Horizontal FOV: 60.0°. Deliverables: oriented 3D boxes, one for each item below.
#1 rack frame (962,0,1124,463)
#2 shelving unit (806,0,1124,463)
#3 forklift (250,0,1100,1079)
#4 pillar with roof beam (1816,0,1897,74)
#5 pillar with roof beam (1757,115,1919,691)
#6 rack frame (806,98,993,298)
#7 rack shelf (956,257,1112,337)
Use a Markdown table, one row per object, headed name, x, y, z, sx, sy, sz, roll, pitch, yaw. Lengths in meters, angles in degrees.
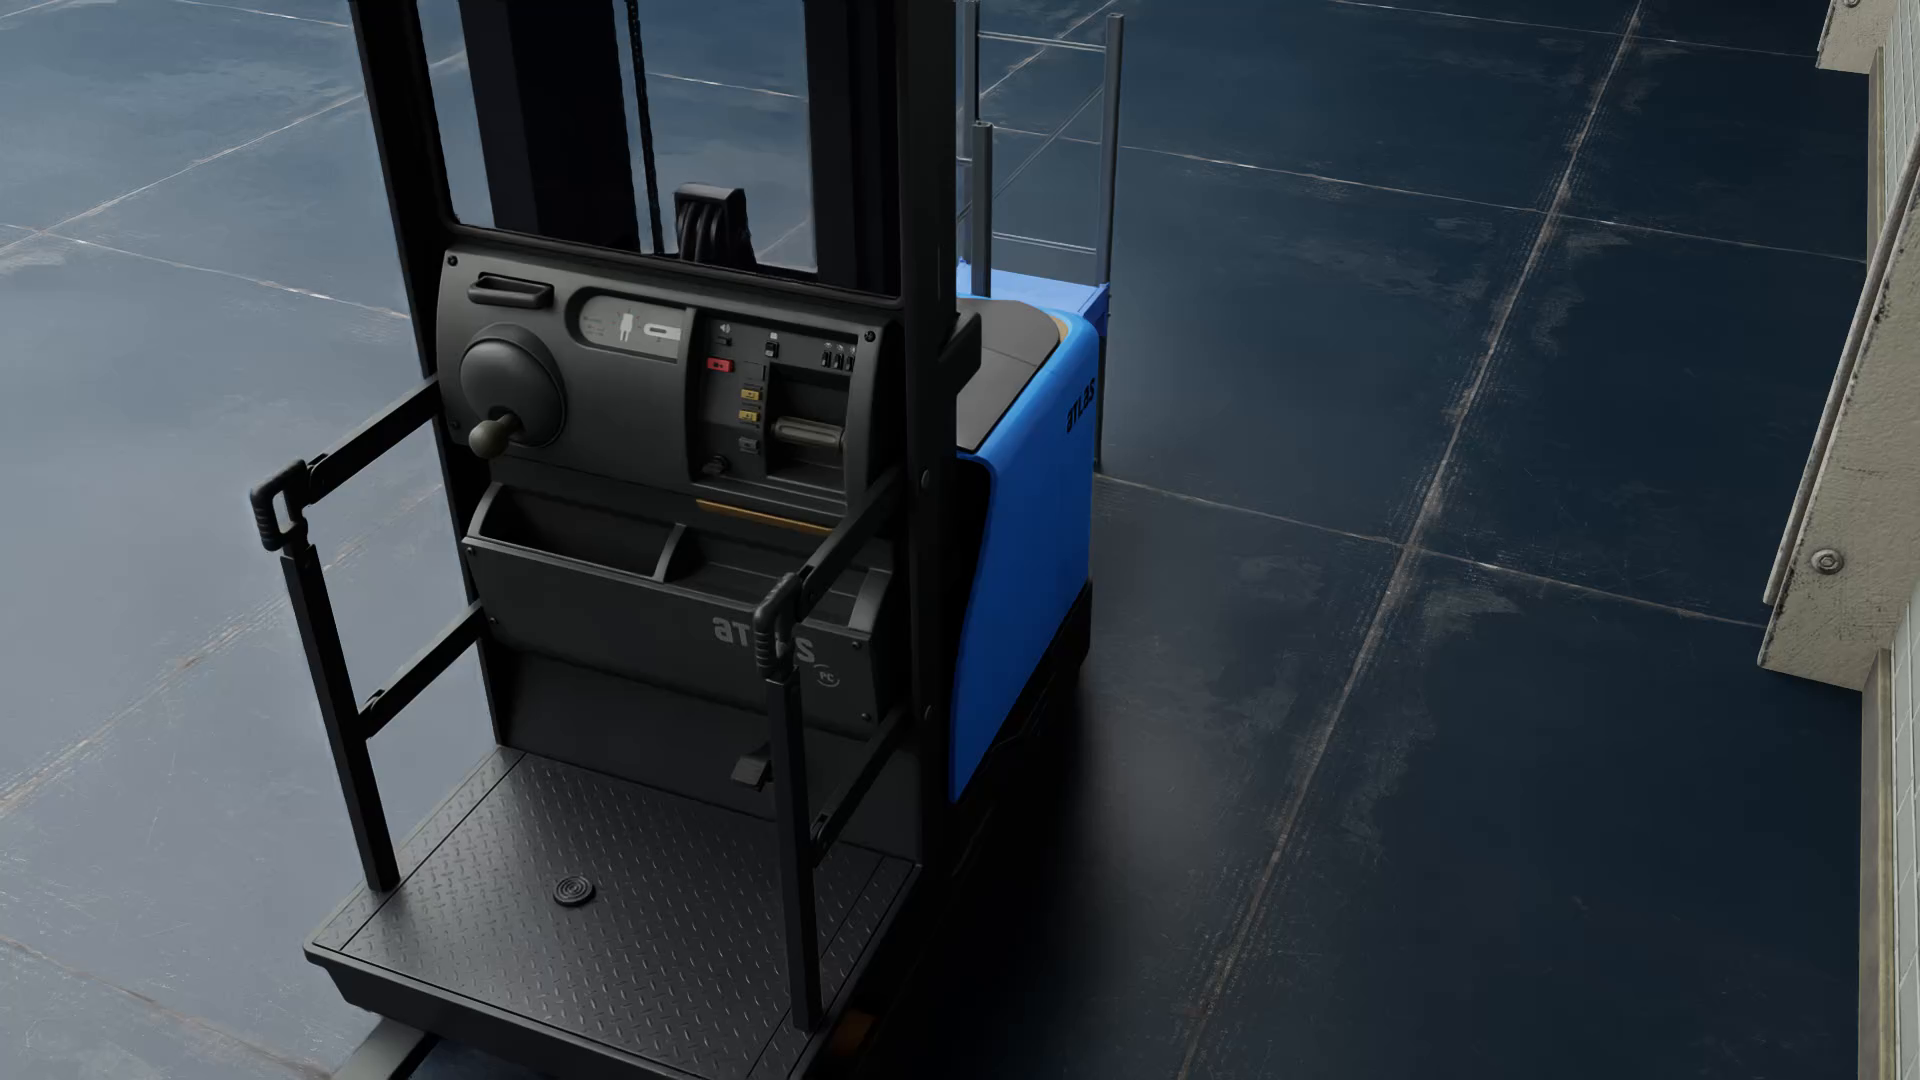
| name | x | y | z | sx | sy | sz | roll | pitch | yaw |
| --- | --- | --- | --- | --- | --- | --- | --- | --- | --- |
| rack frame | 0.244 | -0.952 | 5.334 | 0.500 | 1.500 | 0.032 | 13 | 35 | 19 |
| shelving unit | 0.044 | -0.696 | 4.943 | 0.538 | 1.500 | 1.048 | 13 | 35 | 19 |
| forklift | -0.654 | -0.239 | 2.942 | 1.130 | 2.935 | 3.031 | 12 | 35 | 18 |
| pillar with roof beam | 1.079 | -7.445 | 8.398 | 9.100 | 9.000 | 0.400 | 14 | 36 | 20 |
| pillar with roof beam | -1.431 | -4.457 | 3.841 | 9.100 | 9.000 | 0.400 | 14 | 36 | 20 |
| rack frame | -0.155 | -0.439 | 4.552 | 0.500 | 1.500 | 0.032 | 13 | 35 | 19 |
| rack shelf | 0.044 | -0.545 | 5.042 | 0.538 | 0.185 | 1.000 | 13 | 35 | 19 |
